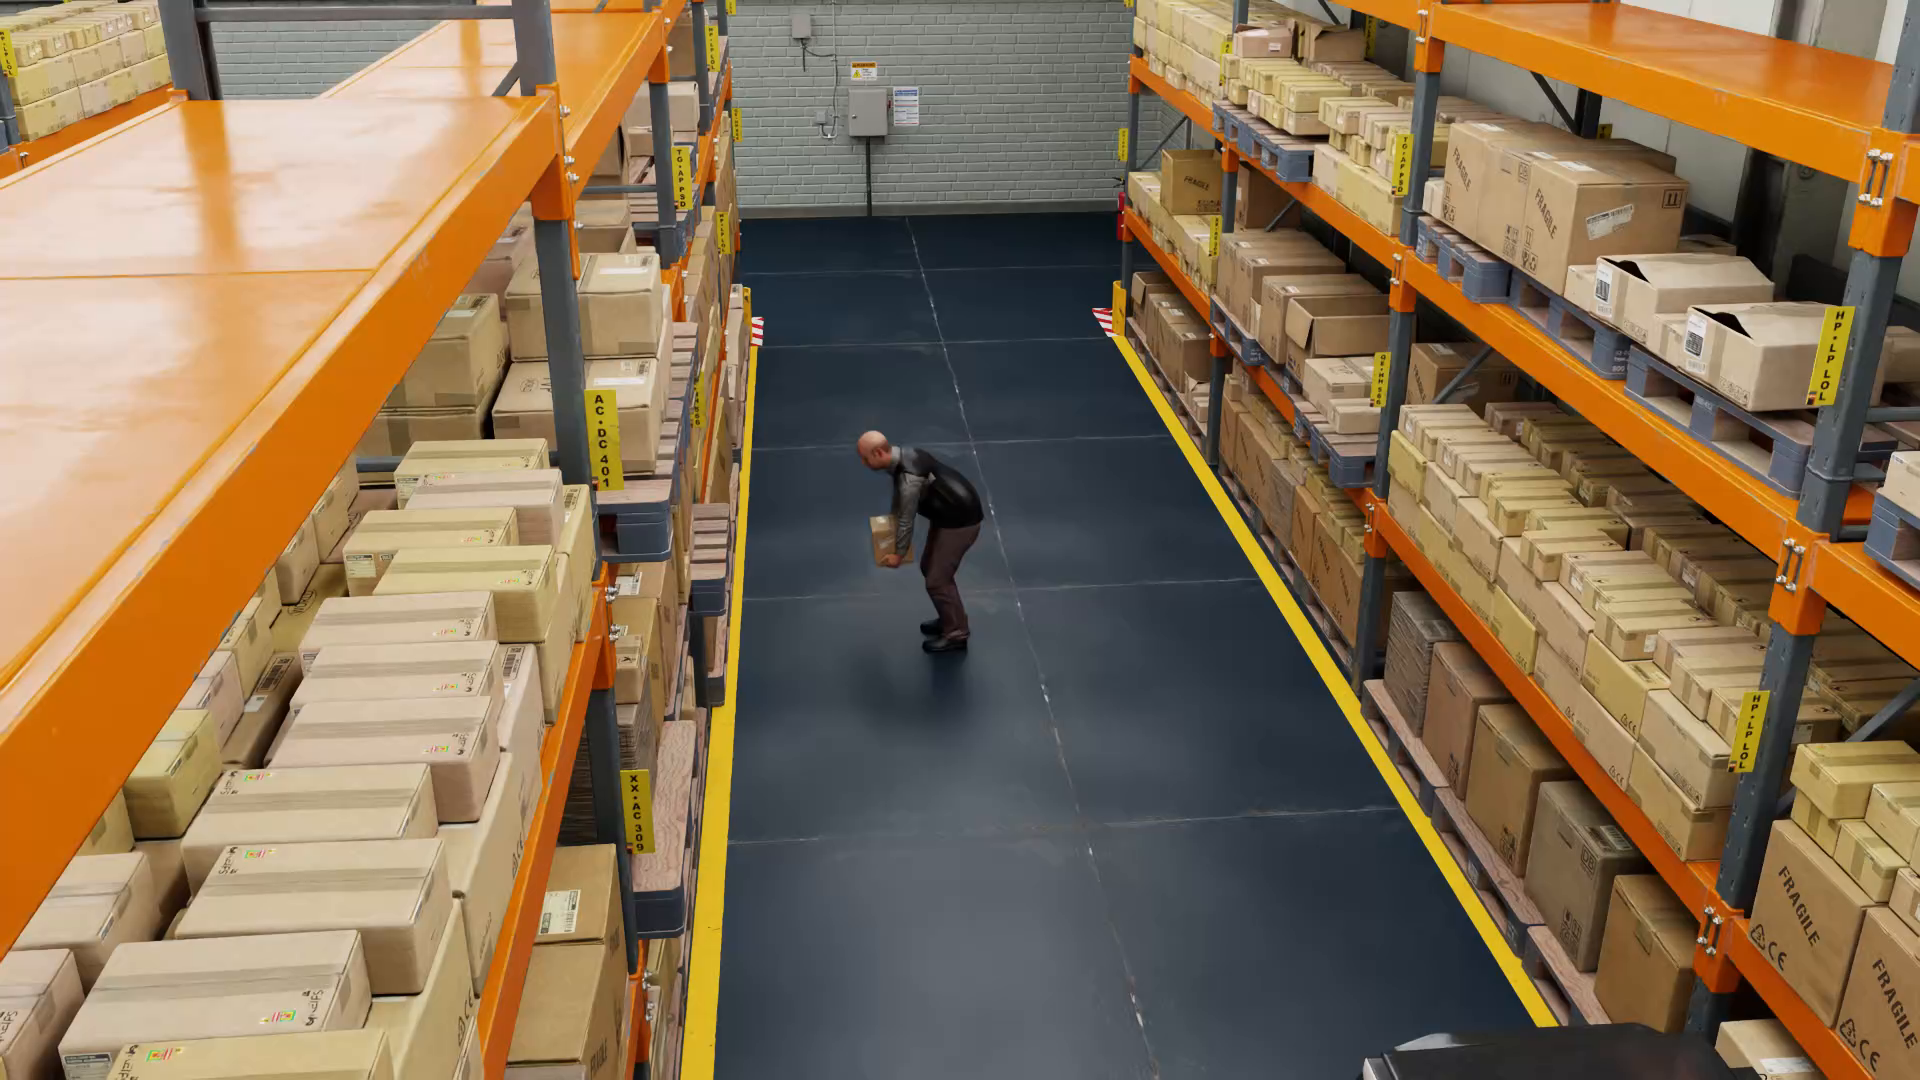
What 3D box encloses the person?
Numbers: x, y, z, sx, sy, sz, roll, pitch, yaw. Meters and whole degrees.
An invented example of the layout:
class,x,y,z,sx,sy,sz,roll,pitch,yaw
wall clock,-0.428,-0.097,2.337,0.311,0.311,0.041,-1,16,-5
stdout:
class,x,y,z,sx,sy,sz,roll,pitch,yaw
person,-0.251,-0.014,10.697,0.797,1.480,0.470,-3,24,-6
